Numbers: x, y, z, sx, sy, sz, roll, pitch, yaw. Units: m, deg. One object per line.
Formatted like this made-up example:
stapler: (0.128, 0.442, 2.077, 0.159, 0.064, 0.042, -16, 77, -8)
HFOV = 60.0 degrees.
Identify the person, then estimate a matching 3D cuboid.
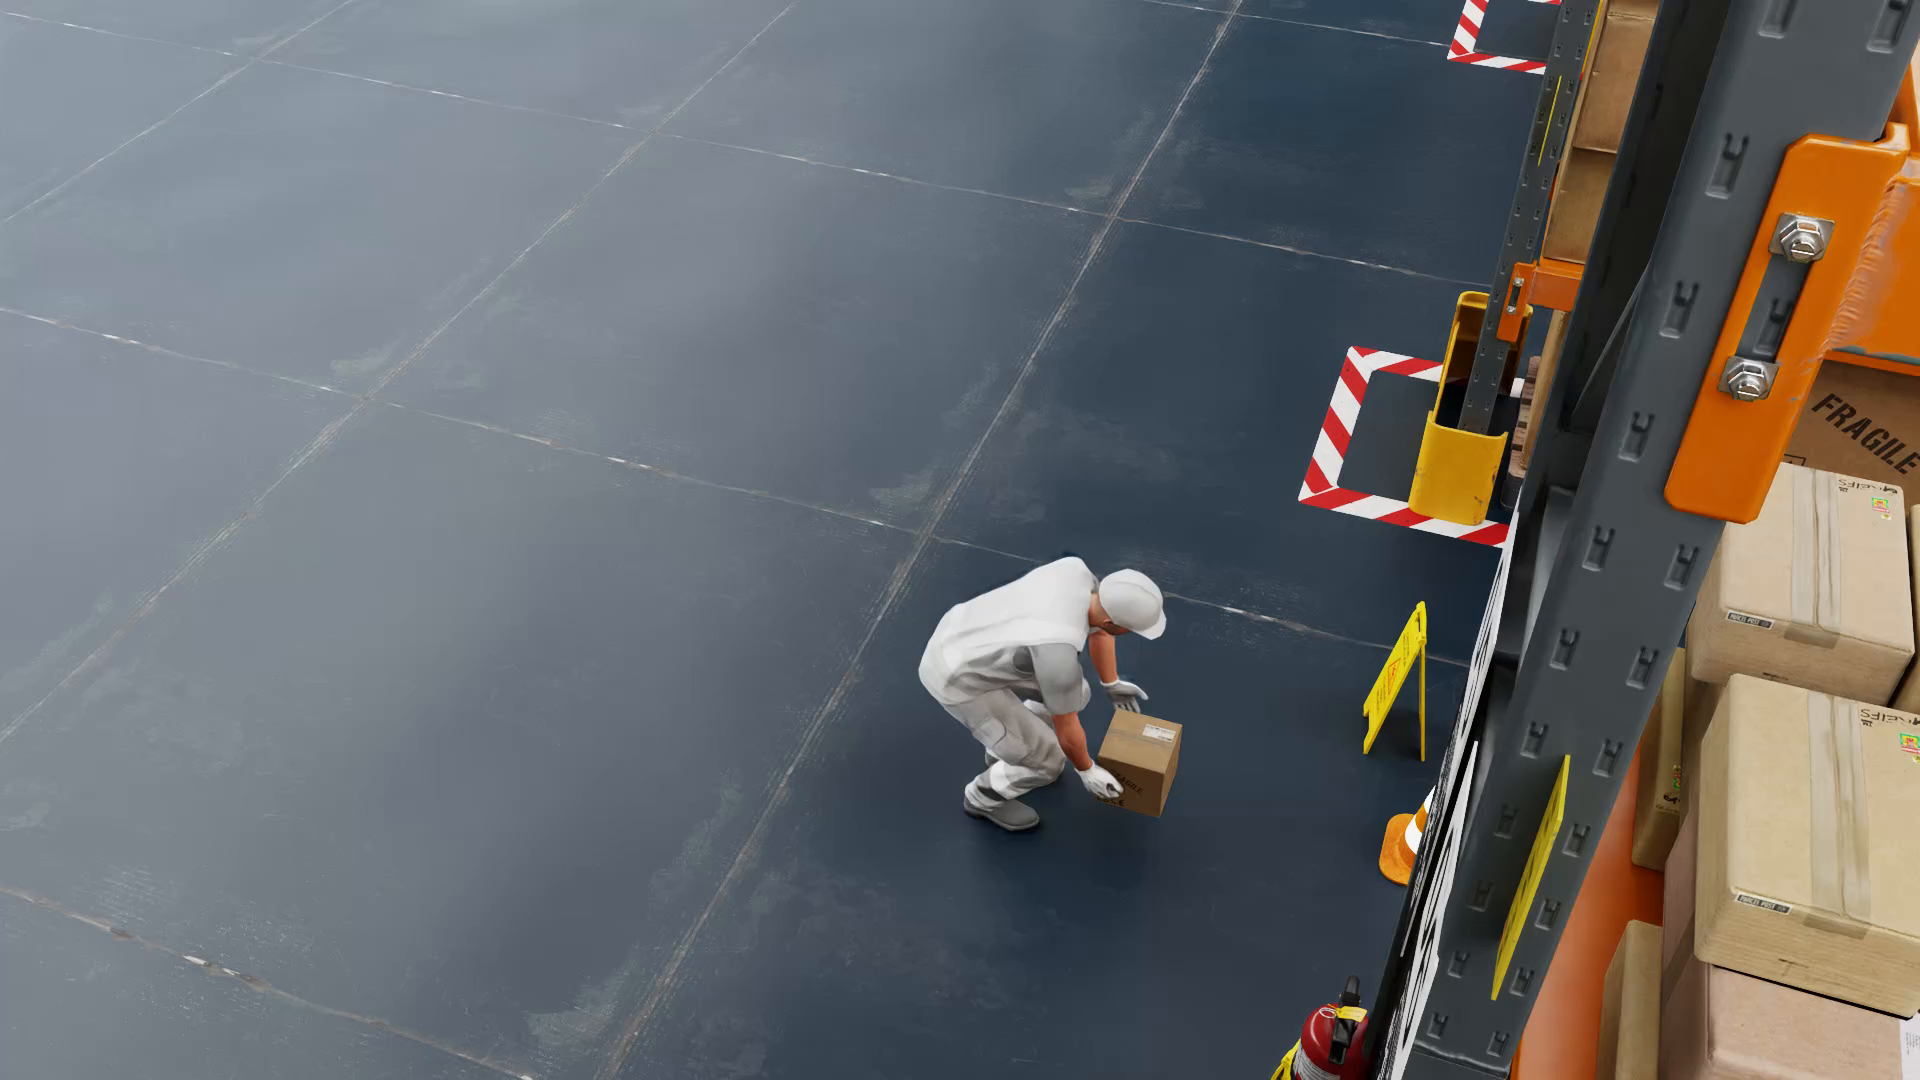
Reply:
person: (0.292, 0.510, 6.017, 0.845, 1.186, 0.586, 13, 43, 15)
